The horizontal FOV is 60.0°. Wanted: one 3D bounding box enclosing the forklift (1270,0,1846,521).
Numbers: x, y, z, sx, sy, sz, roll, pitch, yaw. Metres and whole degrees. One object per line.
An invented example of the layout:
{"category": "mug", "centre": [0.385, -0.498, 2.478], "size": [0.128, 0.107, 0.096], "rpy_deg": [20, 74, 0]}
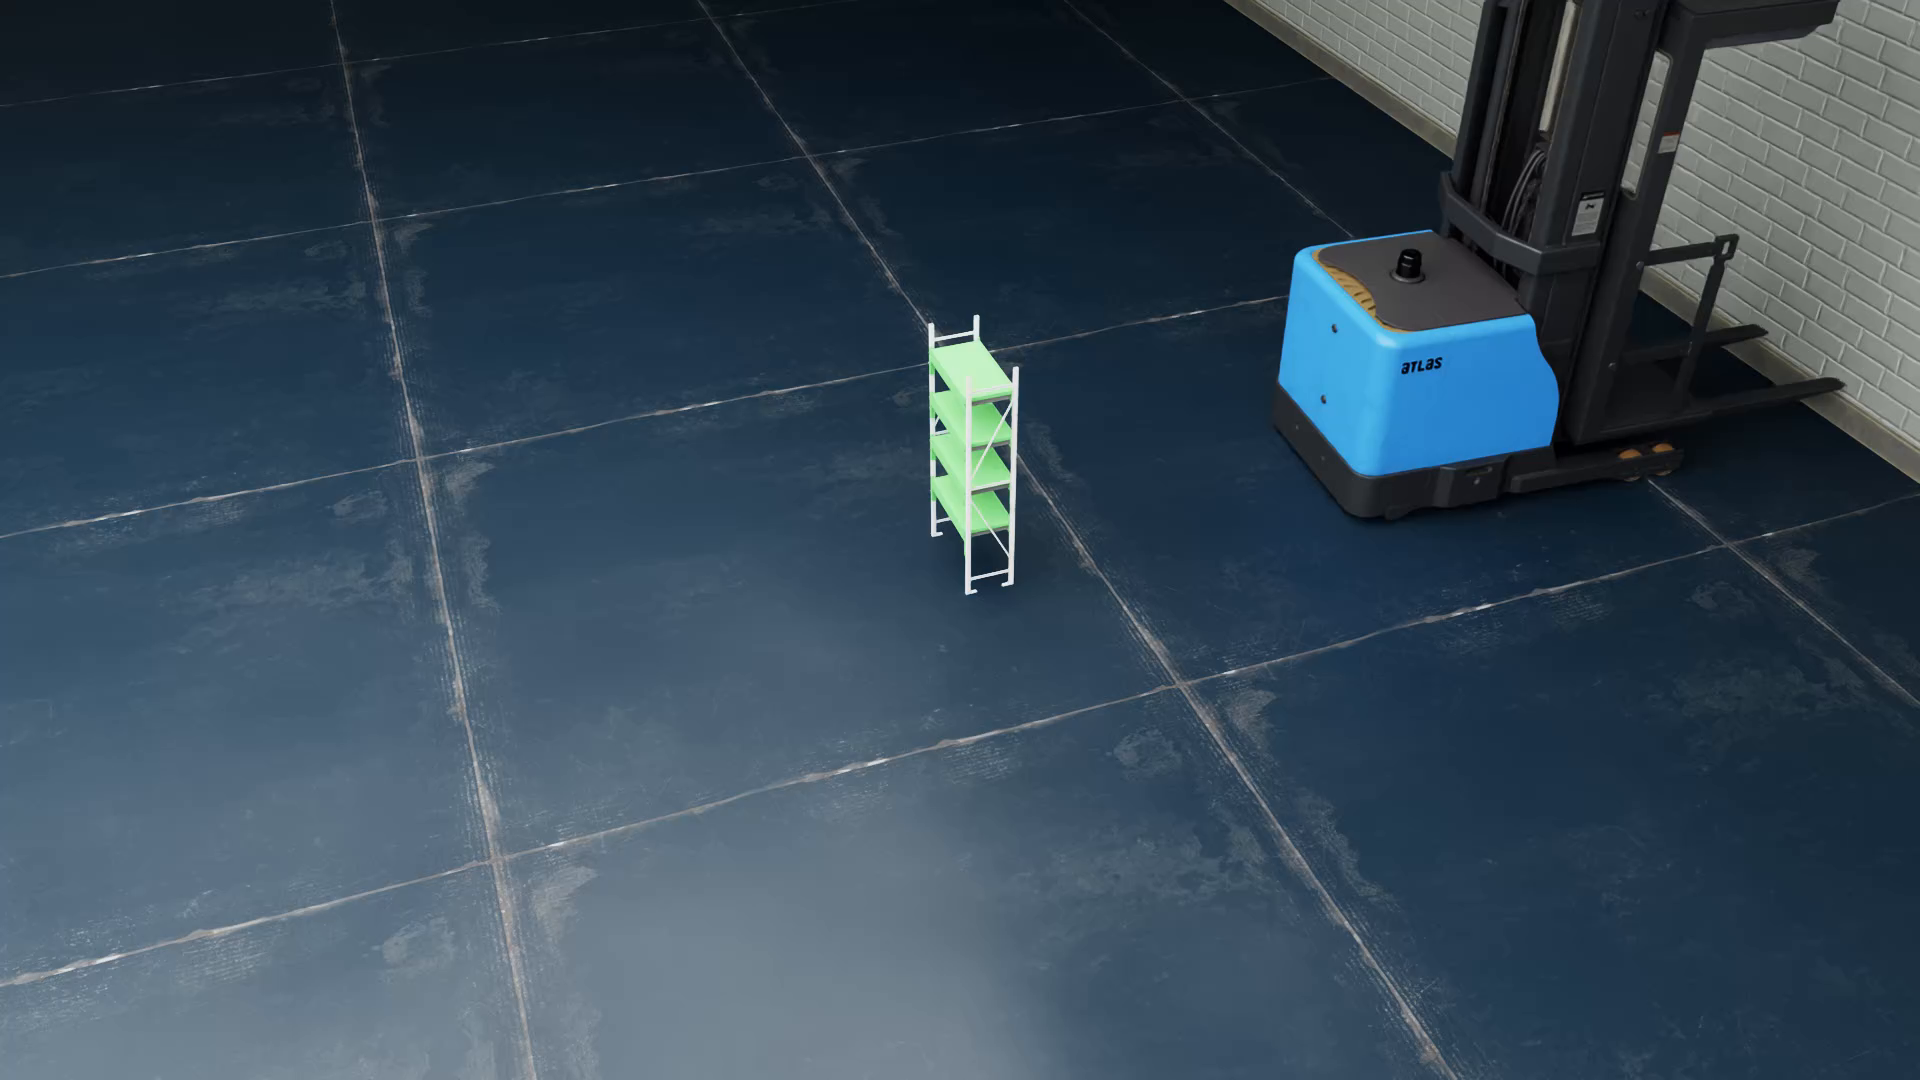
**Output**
{"category": "forklift", "centre": [3.257, -1.770, 8.163], "size": [3.031, 2.935, 1.130], "rpy_deg": [-10, 38, -13]}

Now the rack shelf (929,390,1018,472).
{"category": "rack shelf", "centre": [0.057, -0.526, 7.659], "size": [0.258, 0.148, 0.480], "rpy_deg": [-12, 39, -16]}

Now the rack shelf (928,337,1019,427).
{"category": "rack shelf", "centre": [0.057, -0.718, 7.515], "size": [0.258, 0.148, 0.480], "rpy_deg": [-12, 39, -16]}

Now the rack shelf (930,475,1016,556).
{"category": "rack shelf", "centre": [0.057, -0.143, 7.948], "size": [0.258, 0.148, 0.480], "rpy_deg": [-12, 39, -16]}

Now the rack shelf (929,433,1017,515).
{"category": "rack shelf", "centre": [0.057, -0.335, 7.803], "size": [0.258, 0.148, 0.480], "rpy_deg": [-12, 39, -16]}

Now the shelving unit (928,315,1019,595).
{"category": "shelving unit", "centre": [0.057, -0.386, 7.765], "size": [0.258, 1.200, 0.503], "rpy_deg": [-12, 39, -16]}

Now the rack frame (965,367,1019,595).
{"category": "rack frame", "centre": [0.141, -0.248, 7.582], "size": [0.240, 1.200, 0.015], "rpy_deg": [-12, 39, -16]}

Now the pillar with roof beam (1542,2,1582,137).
{"category": "pillar with roof beam", "centre": [-0.171, -4.618, 6.902], "size": [9.100, 9.000, 0.400], "rpy_deg": [-12, 39, -16]}

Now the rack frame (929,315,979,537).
{"category": "rack frame", "centre": [-0.027, -0.524, 7.948], "size": [0.240, 1.200, 0.015], "rpy_deg": [-12, 39, -16]}
